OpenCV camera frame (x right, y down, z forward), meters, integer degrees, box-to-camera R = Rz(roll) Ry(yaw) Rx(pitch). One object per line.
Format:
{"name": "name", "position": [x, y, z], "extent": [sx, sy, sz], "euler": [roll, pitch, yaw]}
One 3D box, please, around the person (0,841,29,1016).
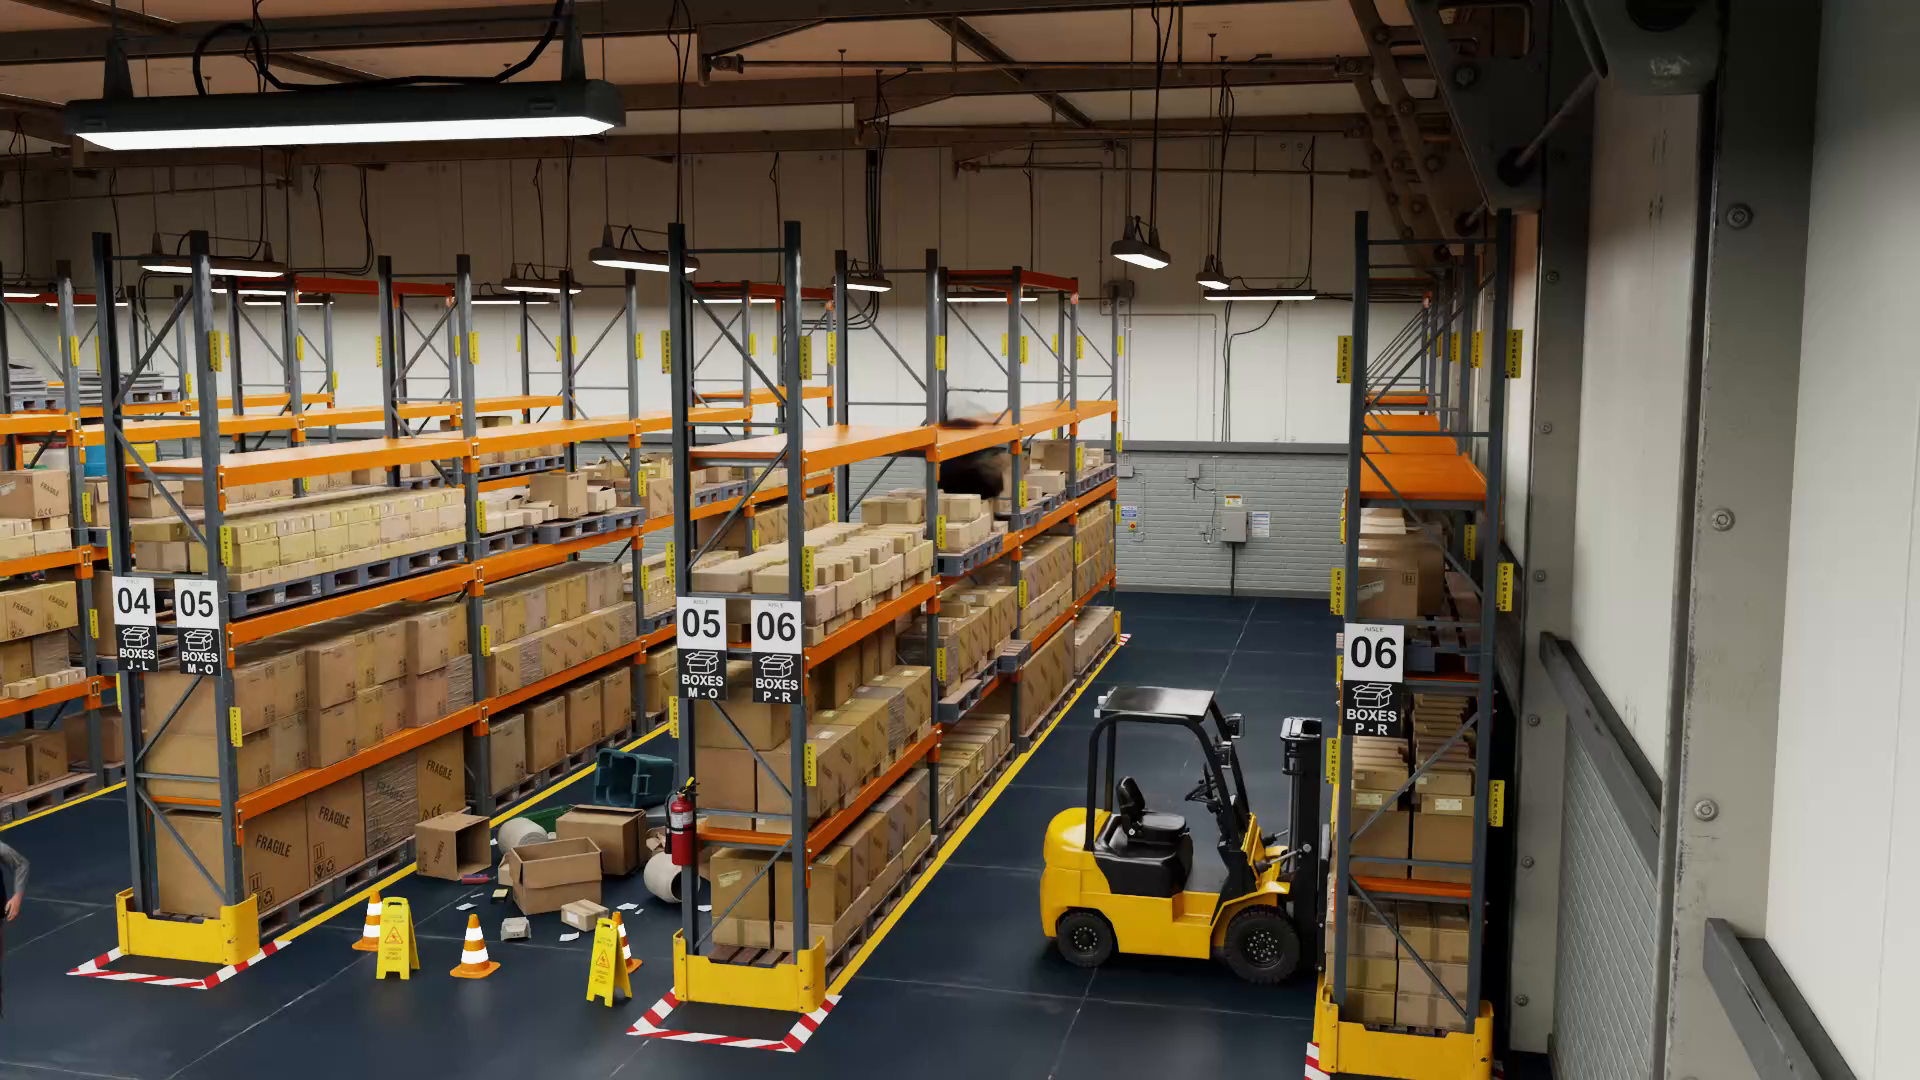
{"name": "person", "position": [-7.268, 2.831, 12.290], "extent": [0.697, 1.664, 0.600], "euler": [-4, 8, -27]}

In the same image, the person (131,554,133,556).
{"name": "person", "position": [-15.623, 0.606, 30.713], "extent": [0.590, 1.651, 0.882], "euler": [0, 7, 1]}
